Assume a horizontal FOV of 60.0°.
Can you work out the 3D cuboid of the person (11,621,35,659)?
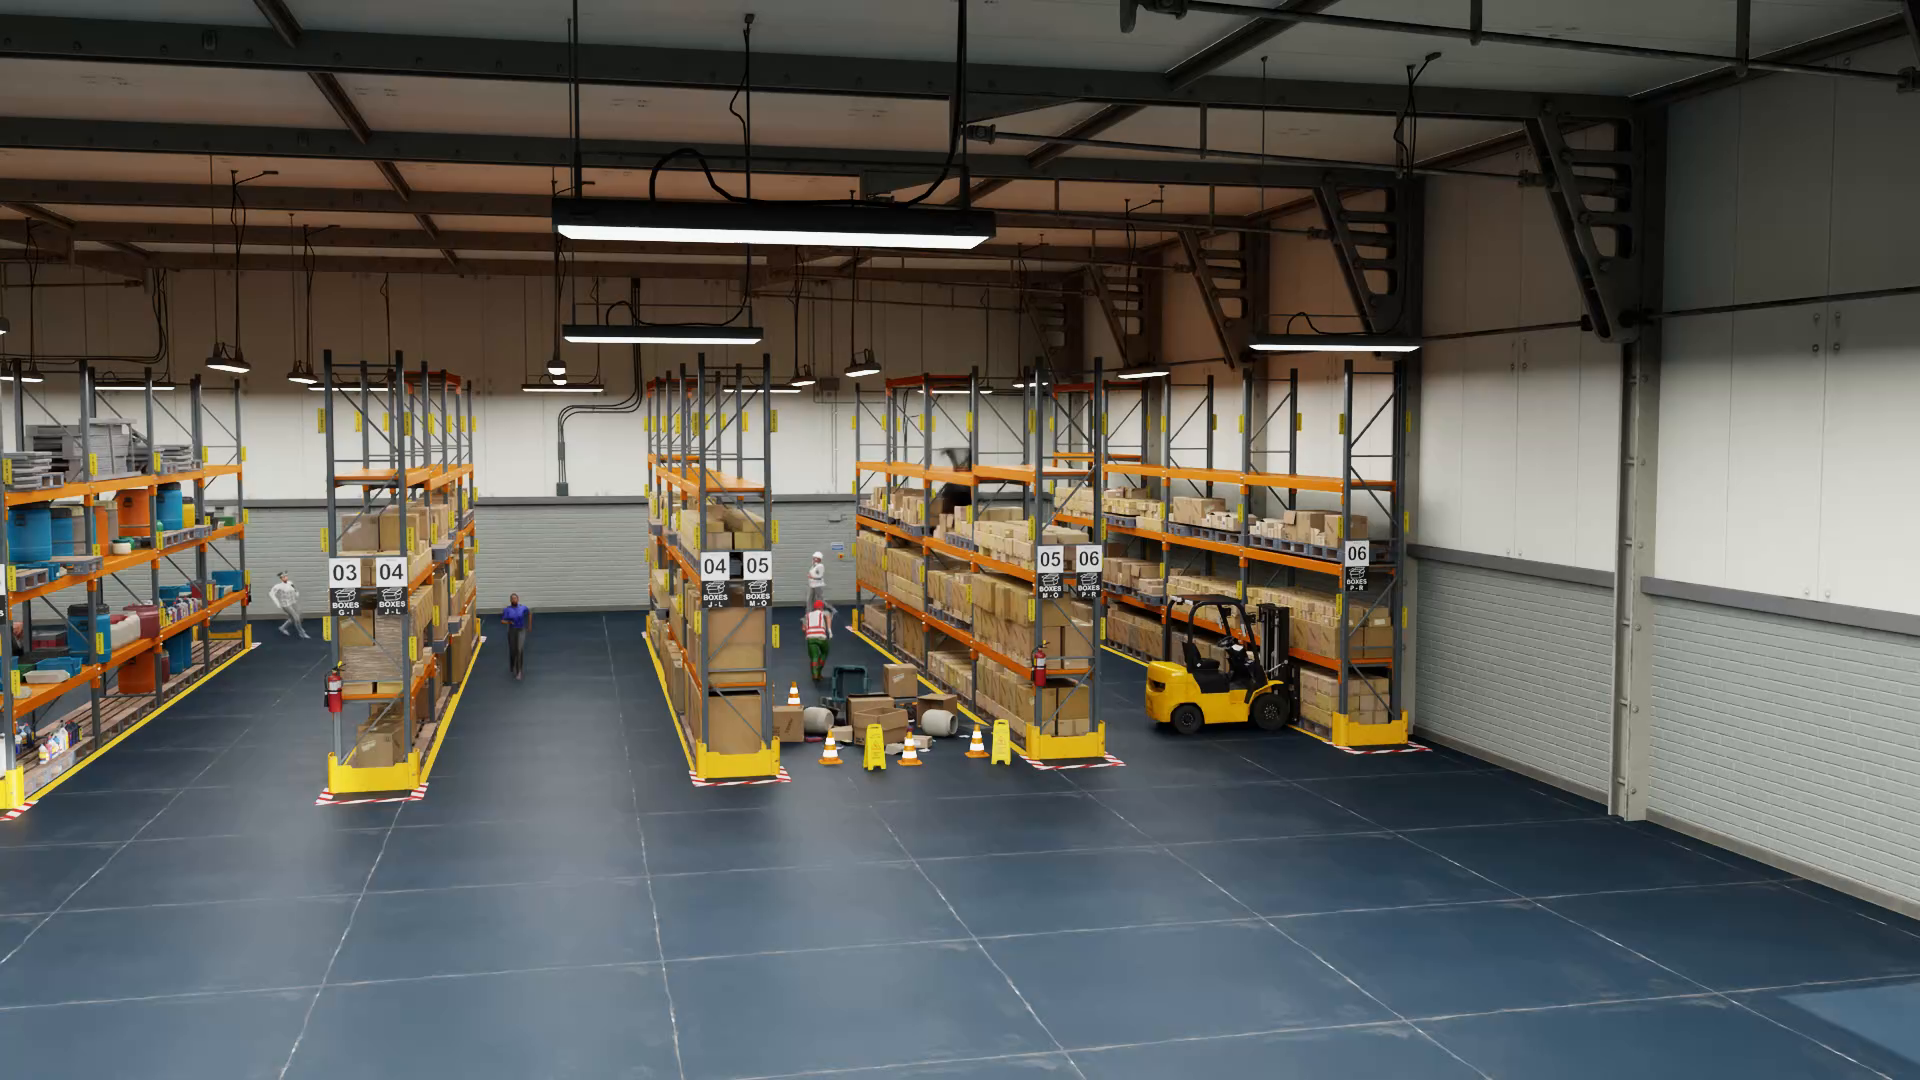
[{"bbox_3d":[-16.450,2.181,29.271,0.696,1.583,0.845,-3,5,-35],"label":"person"}]

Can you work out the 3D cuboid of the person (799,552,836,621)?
[{"bbox_3d":[-3.616,1.175,42.013,0.967,1.749,0.675,-2,4,-26],"label":"person"}]

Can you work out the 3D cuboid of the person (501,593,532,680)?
[{"bbox_3d":[-8.775,1.892,32.922,0.569,1.699,0.898,-1,4,-8],"label":"person"}]

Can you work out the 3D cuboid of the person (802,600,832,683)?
[{"bbox_3d":[-2.798,1.988,32.318,0.662,1.542,1.198,0,4,6],"label":"person"}]

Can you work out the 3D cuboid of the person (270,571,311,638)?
[{"bbox_3d":[-15.680,1.528,38.782,0.746,1.662,0.698,1,4,17],"label":"person"}]
